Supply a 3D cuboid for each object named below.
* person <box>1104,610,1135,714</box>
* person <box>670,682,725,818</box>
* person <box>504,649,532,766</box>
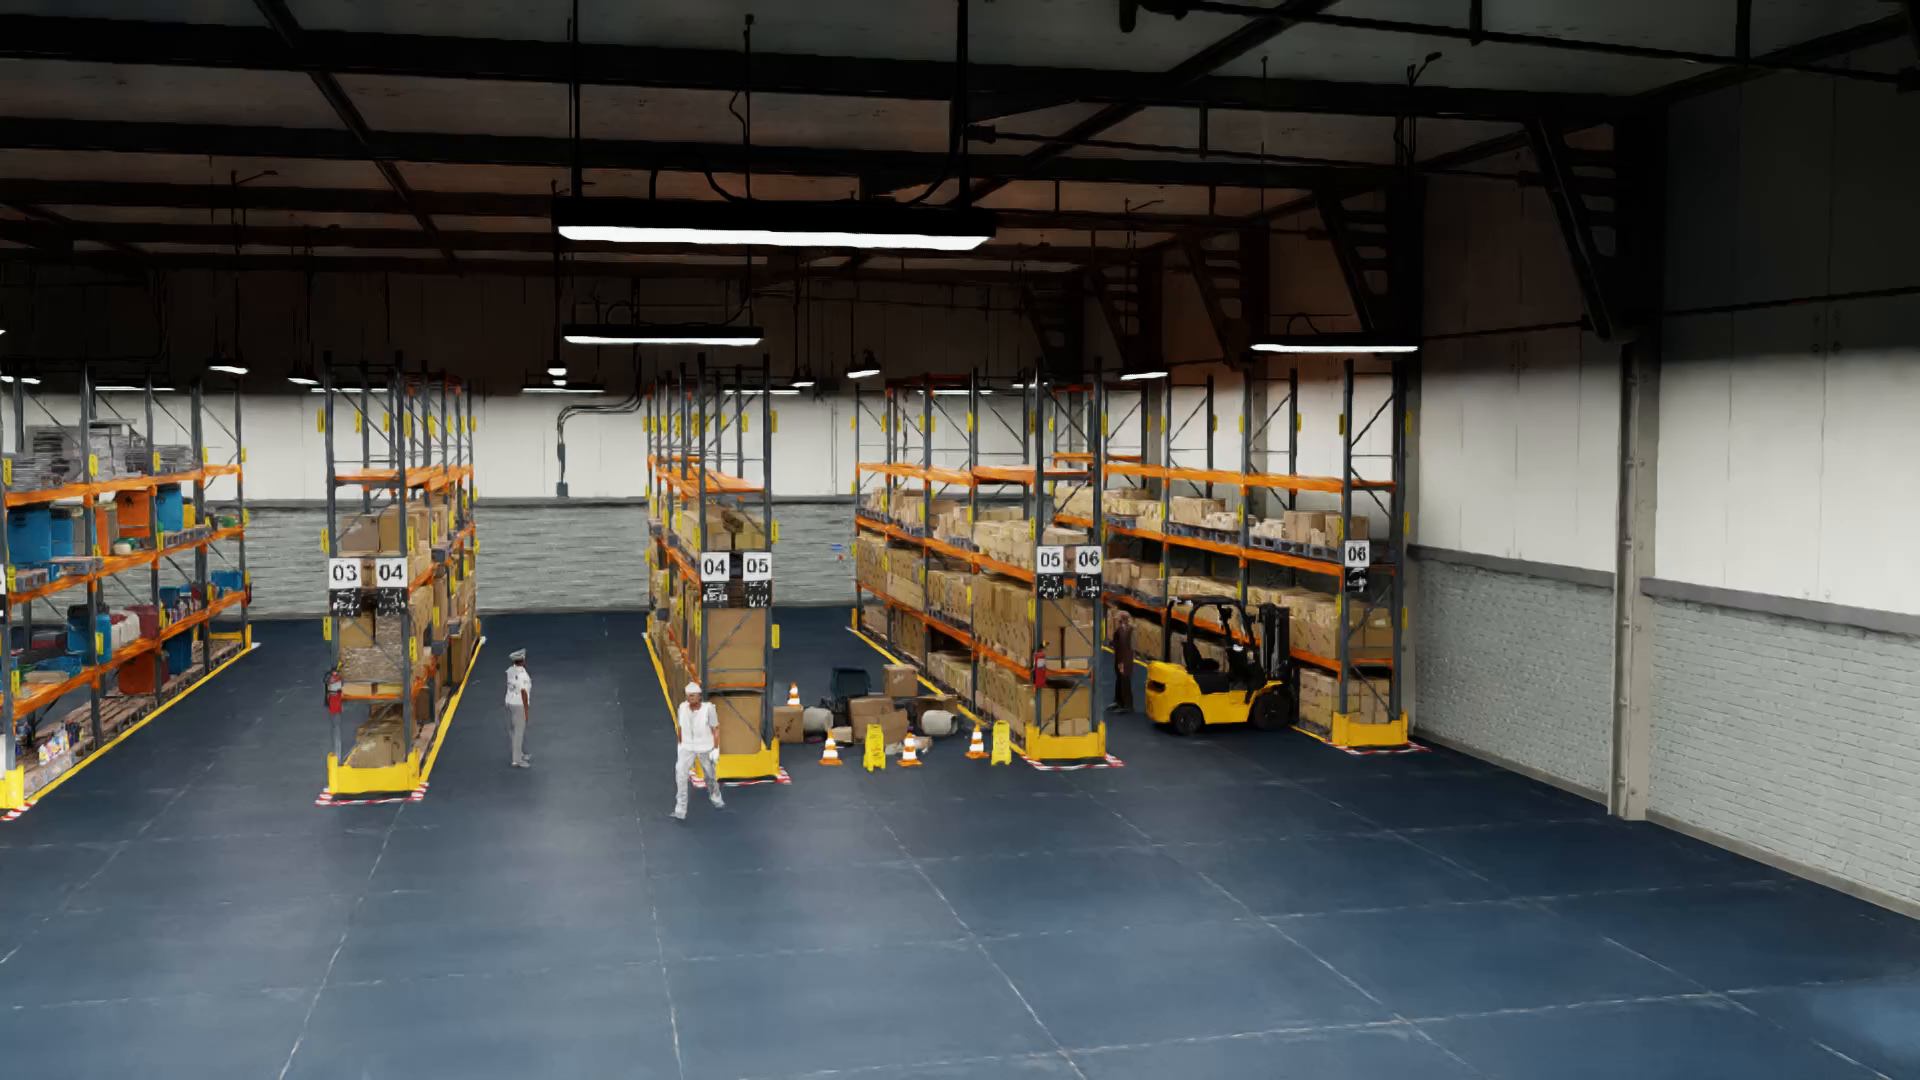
[{"bbox_3d":[2.778,2.092,28.822,0.557,1.781,0.631,1,4,16],"label":"person"},{"bbox_3d":[-3.367,2.663,21.314,0.606,1.735,0.984,1,4,8],"label":"person"},{"bbox_3d":[-6.465,2.449,24.475,0.440,1.683,0.551,-3,5,-41],"label":"person"}]
